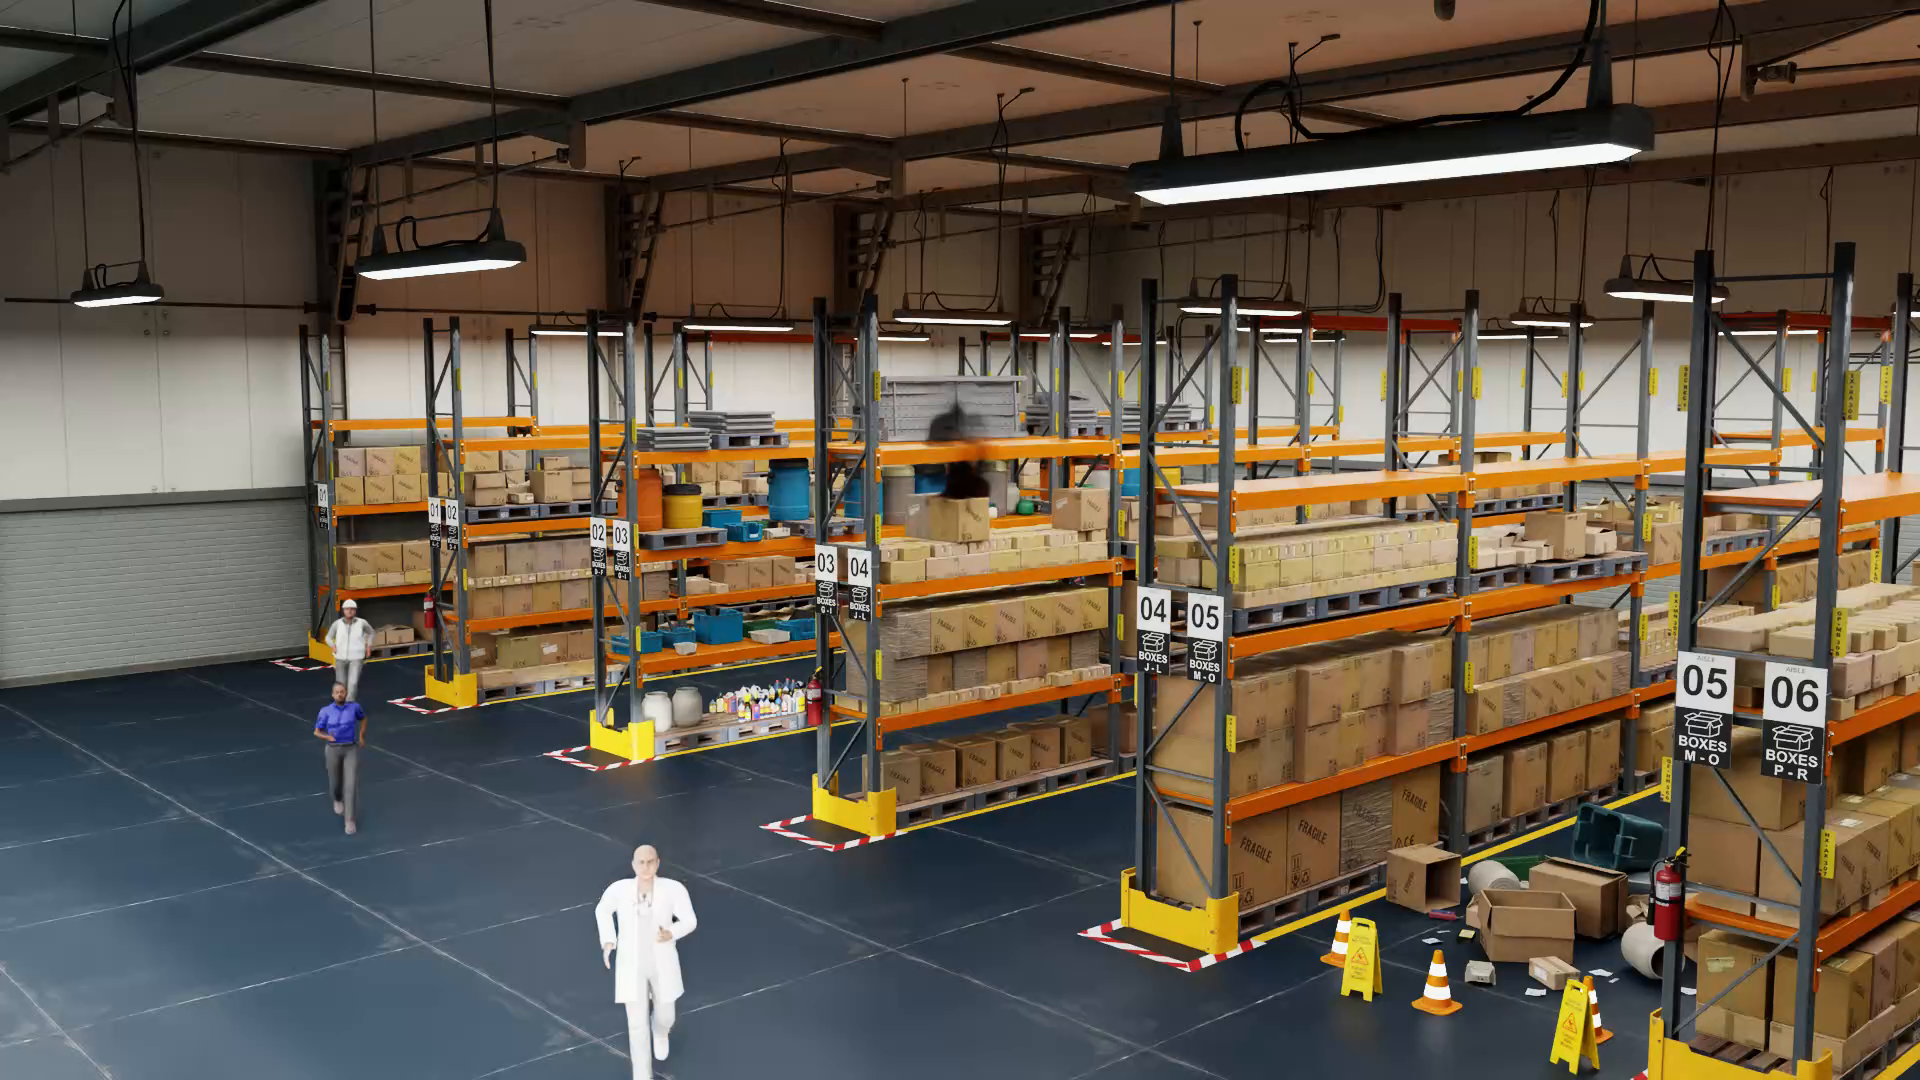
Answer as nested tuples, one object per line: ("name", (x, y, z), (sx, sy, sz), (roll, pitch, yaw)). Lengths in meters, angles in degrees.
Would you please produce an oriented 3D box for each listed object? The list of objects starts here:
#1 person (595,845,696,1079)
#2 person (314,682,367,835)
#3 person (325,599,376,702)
("person", (-2.257, 3.066, 11.988), (0.714, 1.754, 1.027), (-1, 6, -12))
("person", (-7.002, 2.427, 18.848), (0.579, 1.657, 0.923), (-2, 6, -23))
("person", (-9.128, 1.771, 24.888), (0.697, 1.769, 0.982), (-1, 6, -11))
